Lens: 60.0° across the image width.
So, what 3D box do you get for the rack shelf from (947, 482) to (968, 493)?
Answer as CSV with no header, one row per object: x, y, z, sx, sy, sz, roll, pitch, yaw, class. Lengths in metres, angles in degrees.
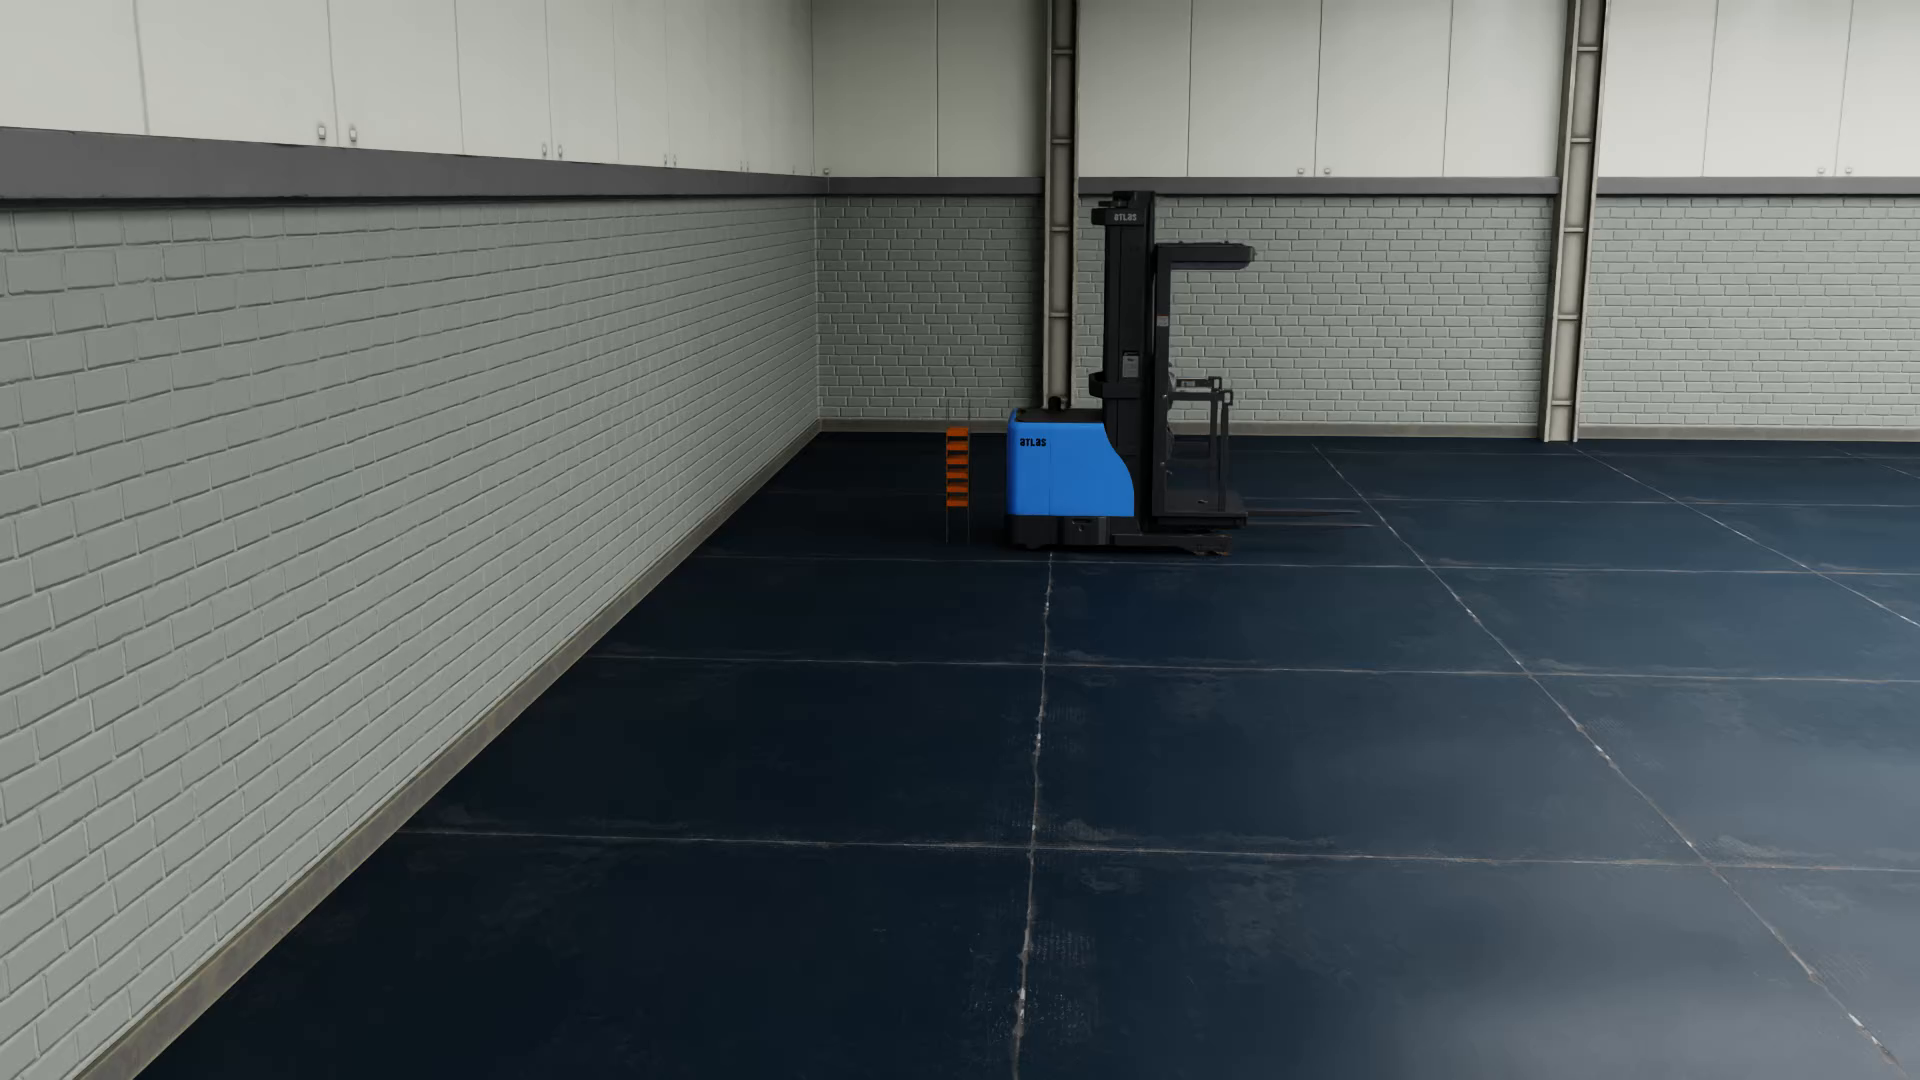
-0.014,-0.427,14.180,0.180,0.103,0.258,1,12,4,rack shelf

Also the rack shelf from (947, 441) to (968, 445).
-0.014,-0.806,14.101,0.171,0.034,0.221,1,12,4,rack shelf

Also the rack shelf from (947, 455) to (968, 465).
-0.014,-0.661,14.131,0.180,0.103,0.258,1,12,4,rack shelf

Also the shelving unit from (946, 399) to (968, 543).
-0.017,-0.588,14.146,0.184,1.200,0.258,1,12,4,shelving unit

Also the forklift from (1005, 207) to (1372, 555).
1.913,-1.356,13.920,3.031,2.797,1.129,1,12,4,forklift

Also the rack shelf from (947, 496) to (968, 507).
-0.014,-0.309,14.204,0.180,0.103,0.258,1,12,4,rack shelf

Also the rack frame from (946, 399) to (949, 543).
-0.106,-0.589,14.152,0.006,1.200,0.240,1,12,4,rack frame

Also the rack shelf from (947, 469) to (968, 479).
-0.014,-0.544,14.155,0.180,0.103,0.258,1,12,4,rack shelf

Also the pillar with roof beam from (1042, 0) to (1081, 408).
0.924,-4.817,15.317,0.400,9.000,9.100,1,12,4,pillar with roof beam
